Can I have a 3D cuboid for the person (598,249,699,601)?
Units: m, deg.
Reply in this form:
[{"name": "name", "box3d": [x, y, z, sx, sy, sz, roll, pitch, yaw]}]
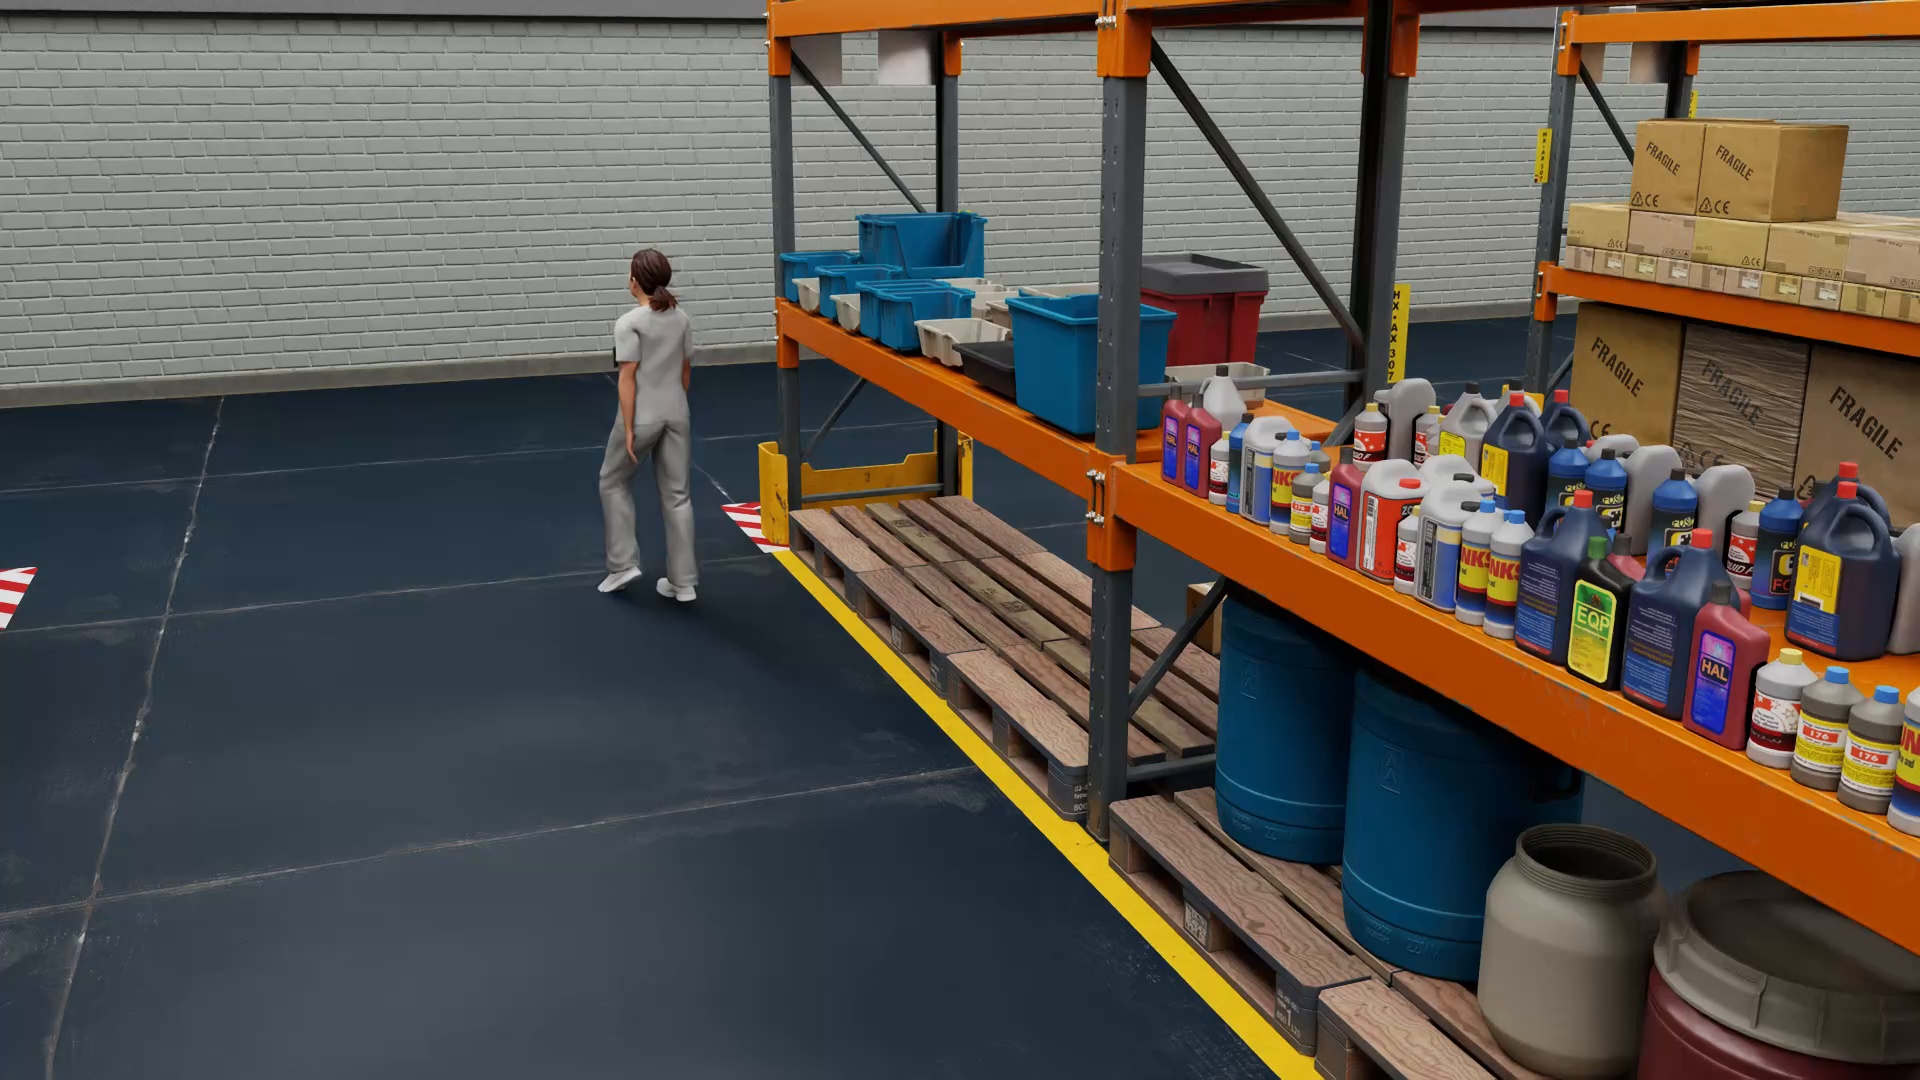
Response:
[{"name": "person", "box3d": [-1.468, -0.527, 7.941, 0.451, 1.710, 0.622, -12, 20, -37]}]
